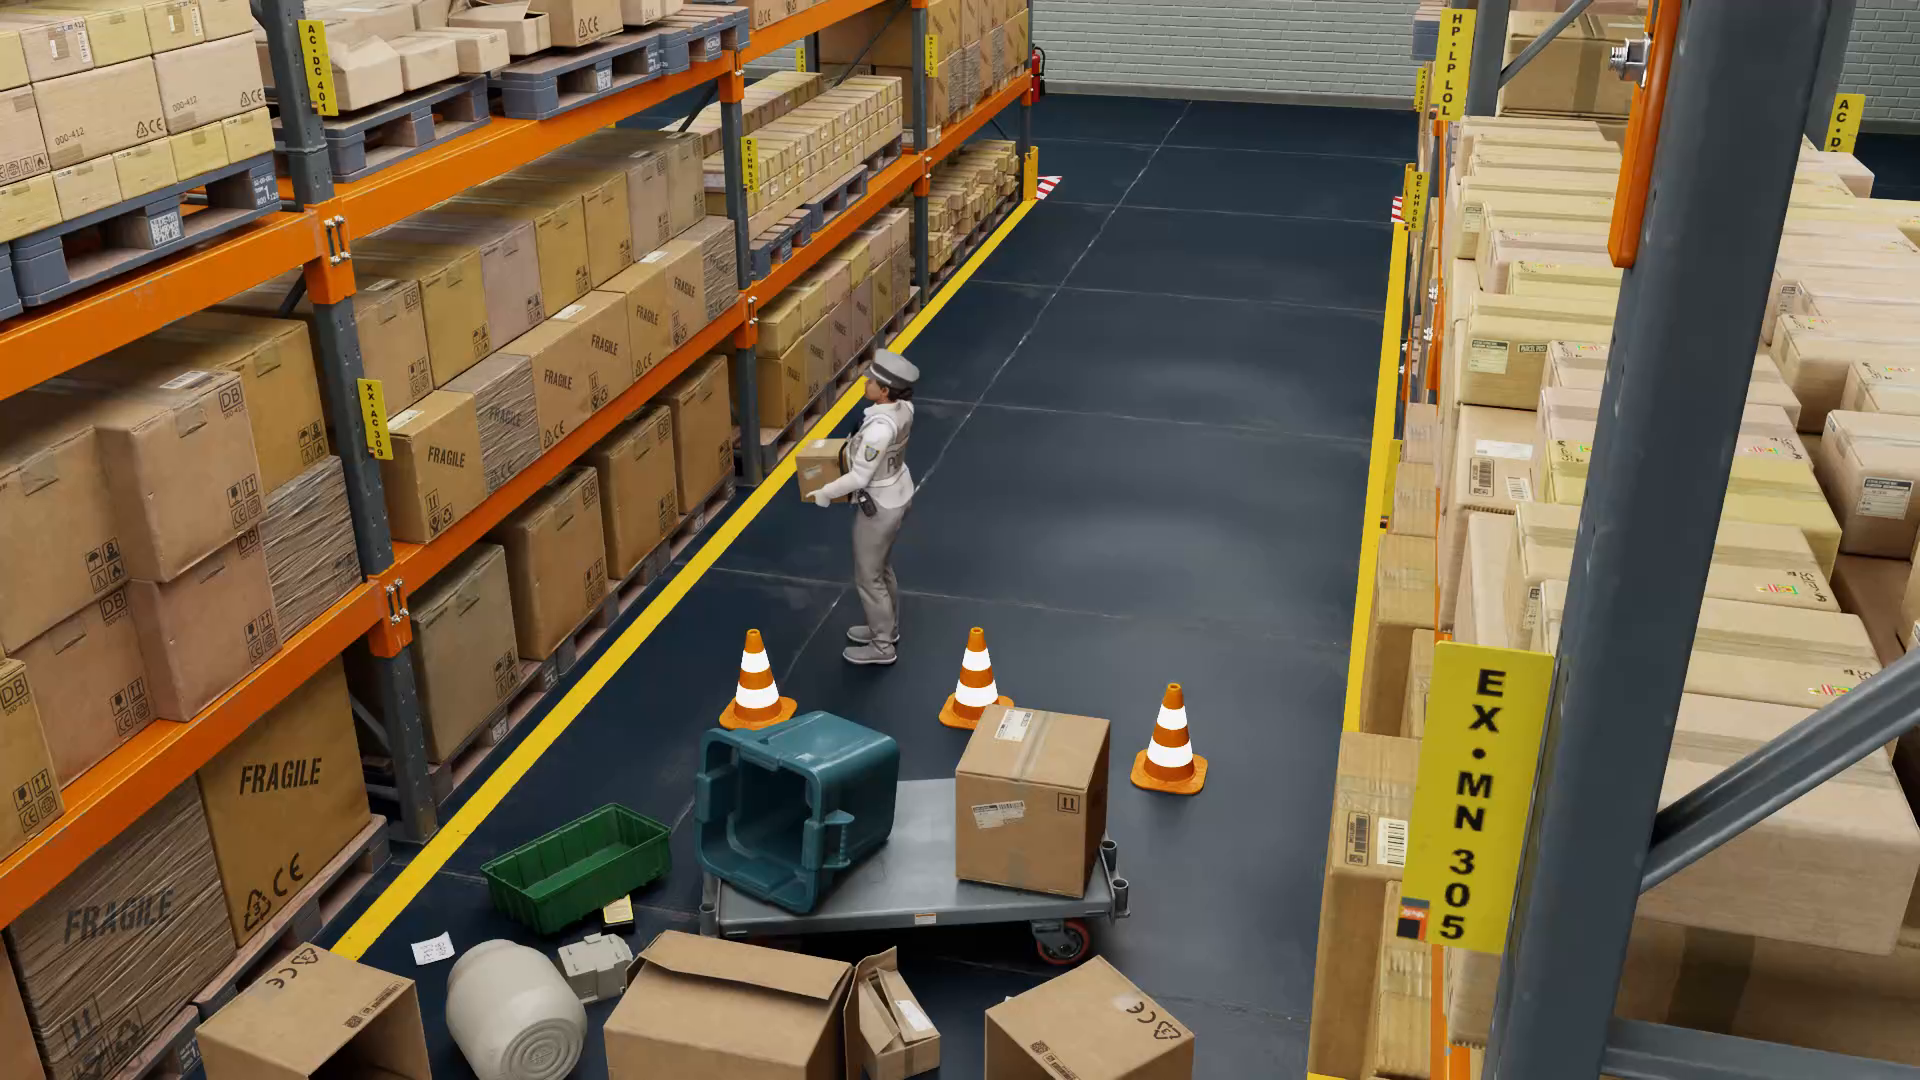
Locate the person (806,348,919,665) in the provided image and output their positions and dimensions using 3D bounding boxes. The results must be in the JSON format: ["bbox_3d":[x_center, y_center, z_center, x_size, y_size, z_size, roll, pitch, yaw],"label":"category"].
[{"bbox_3d":[-0.471,-0.179,8.455,0.563,1.687,0.460,6,26,13],"label":"person"}]
